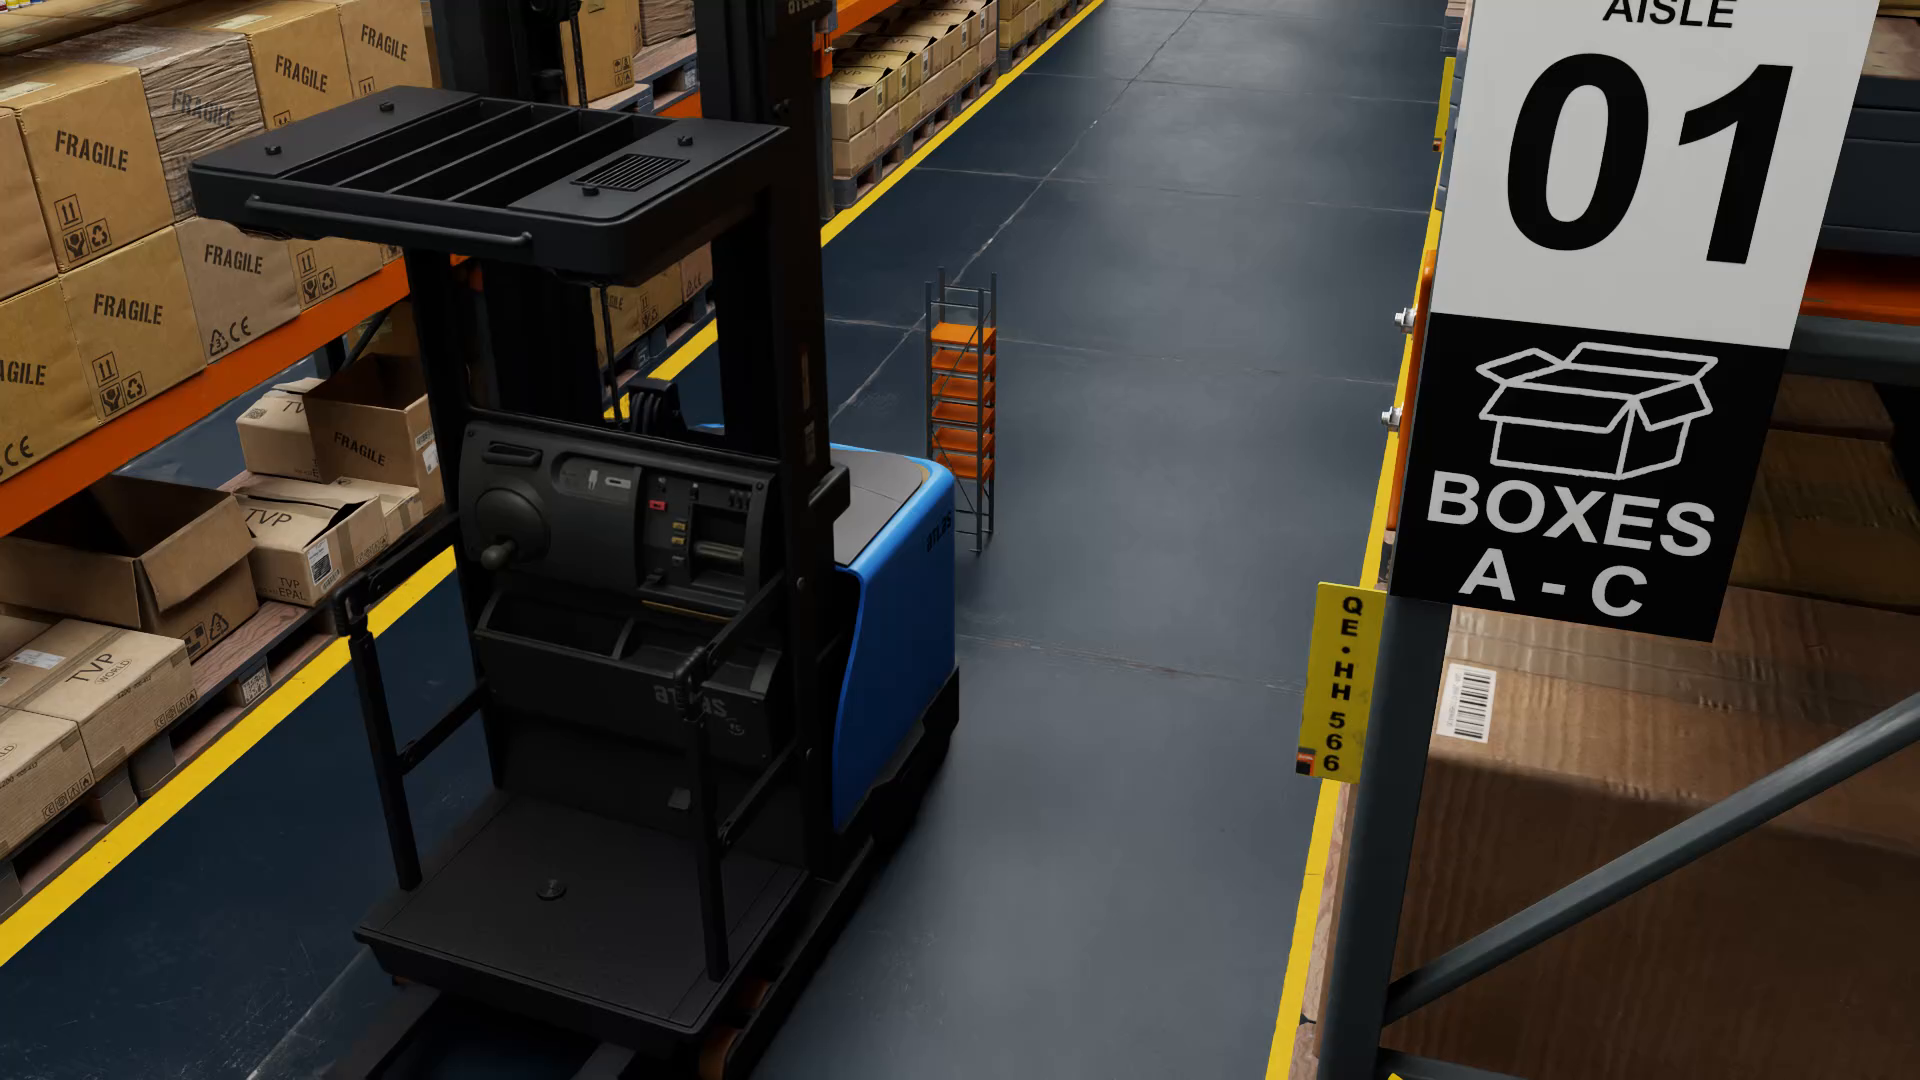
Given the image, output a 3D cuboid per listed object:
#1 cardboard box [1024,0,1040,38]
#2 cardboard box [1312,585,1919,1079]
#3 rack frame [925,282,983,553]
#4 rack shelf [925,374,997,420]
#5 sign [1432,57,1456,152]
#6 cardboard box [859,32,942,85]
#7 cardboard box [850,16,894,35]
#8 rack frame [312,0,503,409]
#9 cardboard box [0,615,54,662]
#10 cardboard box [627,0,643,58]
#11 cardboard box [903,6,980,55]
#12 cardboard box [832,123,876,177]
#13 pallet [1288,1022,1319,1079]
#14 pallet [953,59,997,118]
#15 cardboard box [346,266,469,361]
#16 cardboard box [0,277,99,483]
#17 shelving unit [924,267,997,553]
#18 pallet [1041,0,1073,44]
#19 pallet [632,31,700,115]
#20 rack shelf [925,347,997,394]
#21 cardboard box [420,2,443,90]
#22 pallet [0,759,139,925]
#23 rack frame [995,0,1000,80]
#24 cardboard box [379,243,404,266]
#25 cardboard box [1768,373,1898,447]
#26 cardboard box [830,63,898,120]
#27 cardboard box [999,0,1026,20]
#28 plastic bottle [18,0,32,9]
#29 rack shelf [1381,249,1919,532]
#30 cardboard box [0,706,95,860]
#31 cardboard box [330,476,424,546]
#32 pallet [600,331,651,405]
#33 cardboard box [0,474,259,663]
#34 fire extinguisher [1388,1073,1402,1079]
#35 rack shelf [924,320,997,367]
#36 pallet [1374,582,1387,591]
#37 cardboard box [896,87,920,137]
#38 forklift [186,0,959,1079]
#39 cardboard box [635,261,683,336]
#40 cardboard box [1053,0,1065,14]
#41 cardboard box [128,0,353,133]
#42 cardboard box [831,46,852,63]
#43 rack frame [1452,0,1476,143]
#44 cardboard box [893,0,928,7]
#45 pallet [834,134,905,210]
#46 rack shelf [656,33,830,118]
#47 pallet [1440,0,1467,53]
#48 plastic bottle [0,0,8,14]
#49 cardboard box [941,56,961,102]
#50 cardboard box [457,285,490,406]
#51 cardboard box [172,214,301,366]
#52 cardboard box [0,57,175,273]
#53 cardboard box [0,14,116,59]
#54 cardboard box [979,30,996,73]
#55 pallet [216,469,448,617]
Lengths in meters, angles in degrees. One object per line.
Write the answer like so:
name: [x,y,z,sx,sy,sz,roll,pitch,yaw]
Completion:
cardboard box: [0.420,-4.767,15.130,0.500,0.250,0.500,8,30,15]
cardboard box: [1.197,0.531,2.901,0.980,0.700,0.700,10,31,17]
rack frame: [-0.023,-0.489,6.894,0.240,1.200,0.006,8,30,15]
rack shelf: [0.004,-0.597,6.934,0.258,0.103,0.180,8,30,15]
sign: [1.709,-1.502,5.756,0.100,0.325,0.005,8,30,15]
cardboard box: [-0.449,-3.672,12.584,0.500,0.311,0.500,8,30,14]
cardboard box: [-0.820,-3.979,13.136,0.500,0.311,0.500,8,30,13]
rack frame: [-2.506,-1.663,7.154,1.000,3.000,0.127,8,30,15]
cardboard box: [-3.449,0.480,5.677,0.500,0.250,0.500,8,30,15]
cardboard box: [-2.047,-2.720,8.520,0.700,0.500,0.500,1,29,2]
cardboard box: [-0.149,-4.136,13.419,0.500,0.311,0.500,9,30,16]
cardboard box: [-0.898,-2.705,11.424,0.500,0.250,0.500,8,30,15]
pallet: [1.216,1.737,3.911,1.003,0.211,1.213,8,30,15]
pallet: [-0.337,-3.814,13.890,1.003,0.211,1.213,8,30,15]
cardboard box: [-2.635,-1.033,8.141,0.500,0.500,0.500,8,30,15]
cardboard box: [-3.001,-0.490,4.942,0.500,0.500,0.500,8,30,15]
shelving unit: [0.004,-0.531,6.970,0.258,1.200,0.189,8,30,15]
pallet: [0.472,-5.095,16.191,1.003,0.211,1.213,8,30,15]
pallet: [-1.898,-2.534,8.917,1.003,0.211,1.213,8,30,15]
rack shelf: [0.004,-0.702,6.875,0.258,0.103,0.180,8,30,15]
cardboard box: [-2.153,-2.079,7.366,0.700,0.500,0.500,-1,29,-2]
pallet: [-3.425,1.008,5.220,1.003,0.211,1.213,8,30,15]
rack frame: [-0.158,-5.381,13.837,1.000,3.000,0.127,8,30,15]
cardboard box: [-2.408,-1.438,6.646,0.500,0.500,0.500,9,30,16]
cardboard box: [1.632,-0.161,4.146,0.980,0.700,0.700,7,30,12]
cardboard box: [-0.751,-3.196,11.729,0.500,0.311,0.500,8,30,14]
cardboard box: [0.278,-4.861,14.528,0.500,0.500,0.500,8,30,15]
plastic bottle: [-6.039,-3.510,10.679,0.097,0.201,0.097,0,29,0]
rack shelf: [1.643,-1.025,3.662,1.077,0.370,4.000,8,30,15]
cardboard box: [-3.103,0.760,5.173,0.500,0.250,0.500,8,30,15]
cardboard box: [-2.455,-0.122,6.863,0.380,0.149,0.250,8,30,15]
pallet: [-2.303,-0.828,8.521,1.003,0.211,1.213,8,30,15]
cardboard box: [-3.053,0.109,6.083,0.797,0.503,0.637,8,30,15]
fire extinguisher: [0.571,1.102,2.647,0.296,0.674,0.183,8,30,15]
rack shelf: [0.004,-0.807,6.817,0.258,0.103,0.180,8,30,15]
pallet: [1.932,0.603,5.949,1.003,0.211,1.213,8,30,15]
cardboard box: [-0.604,-3.182,12.280,0.500,0.250,0.500,8,30,14]
forklift: [-1.008,-0.015,4.263,1.130,2.935,3.031,11,31,18]
cardboard box: [-1.831,-1.434,8.861,0.500,0.500,0.500,9,30,15]
cardboard box: [0.712,-5.232,15.965,0.500,0.250,0.500,8,30,15]
cardboard box: [-2.555,-1.633,5.969,0.500,0.500,0.500,8,30,14]
cardboard box: [-1.117,-3.504,12.283,0.500,0.311,0.500,8,30,15]
rack frame: [1.056,-1.721,1.087,1.000,3.000,0.127,8,30,15]
cardboard box: [-0.517,-4.451,13.986,0.500,0.311,0.500,9,30,15]
pallet: [-1.053,-2.681,11.851,1.003,0.211,1.213,8,30,15]
rack shelf: [-1.919,-2.278,9.000,1.077,0.370,4.000,8,30,15]
pallet: [3.512,-3.080,9.898,1.213,0.211,1.003,8,30,15]
plastic bottle: [-6.096,-3.420,10.517,0.097,0.201,0.097,0,29,0]
cardboard box: [-0.302,-3.656,13.133,0.500,0.250,0.500,9,30,16]
cardboard box: [-2.131,-0.953,7.997,0.500,0.500,0.500,7,30,13]
cardboard box: [-2.706,-0.959,5.786,0.500,0.500,0.500,9,30,16]
cardboard box: [-2.852,-1.166,5.128,0.500,0.500,0.500,8,30,14]
cardboard box: [-3.216,-1.486,5.705,0.500,0.500,0.500,8,30,13]
cardboard box: [-0.003,-4.129,13.983,0.500,0.250,0.500,8,30,14]
pallet: [-2.709,-0.125,7.259,1.003,0.211,1.213,8,30,15]
